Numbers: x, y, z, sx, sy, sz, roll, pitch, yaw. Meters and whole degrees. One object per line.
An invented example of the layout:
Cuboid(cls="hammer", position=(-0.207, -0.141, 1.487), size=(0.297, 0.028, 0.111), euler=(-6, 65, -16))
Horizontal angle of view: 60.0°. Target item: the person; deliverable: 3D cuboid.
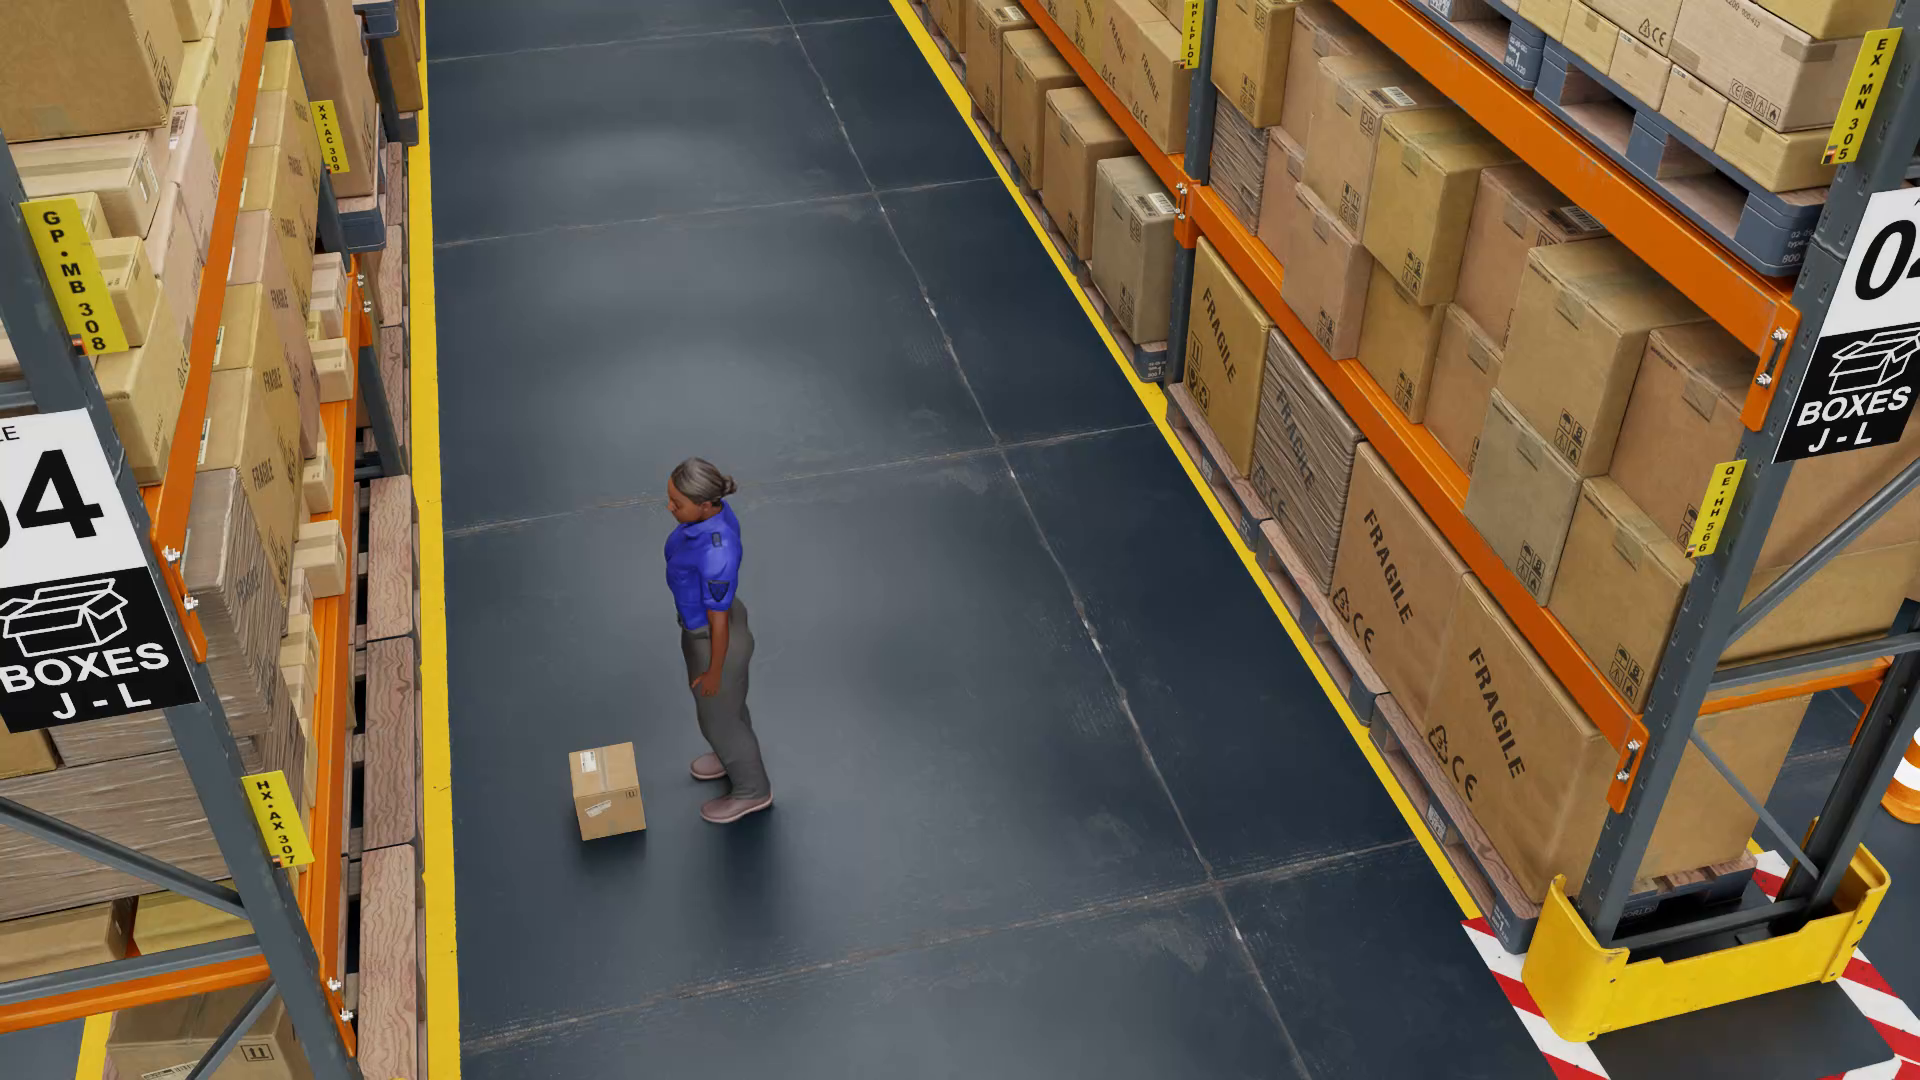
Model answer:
Cuboid(cls="person", position=(-0.921, 0.345, 6.226), size=(0.293, 1.581, 0.437), euler=(-9, 39, -11))
